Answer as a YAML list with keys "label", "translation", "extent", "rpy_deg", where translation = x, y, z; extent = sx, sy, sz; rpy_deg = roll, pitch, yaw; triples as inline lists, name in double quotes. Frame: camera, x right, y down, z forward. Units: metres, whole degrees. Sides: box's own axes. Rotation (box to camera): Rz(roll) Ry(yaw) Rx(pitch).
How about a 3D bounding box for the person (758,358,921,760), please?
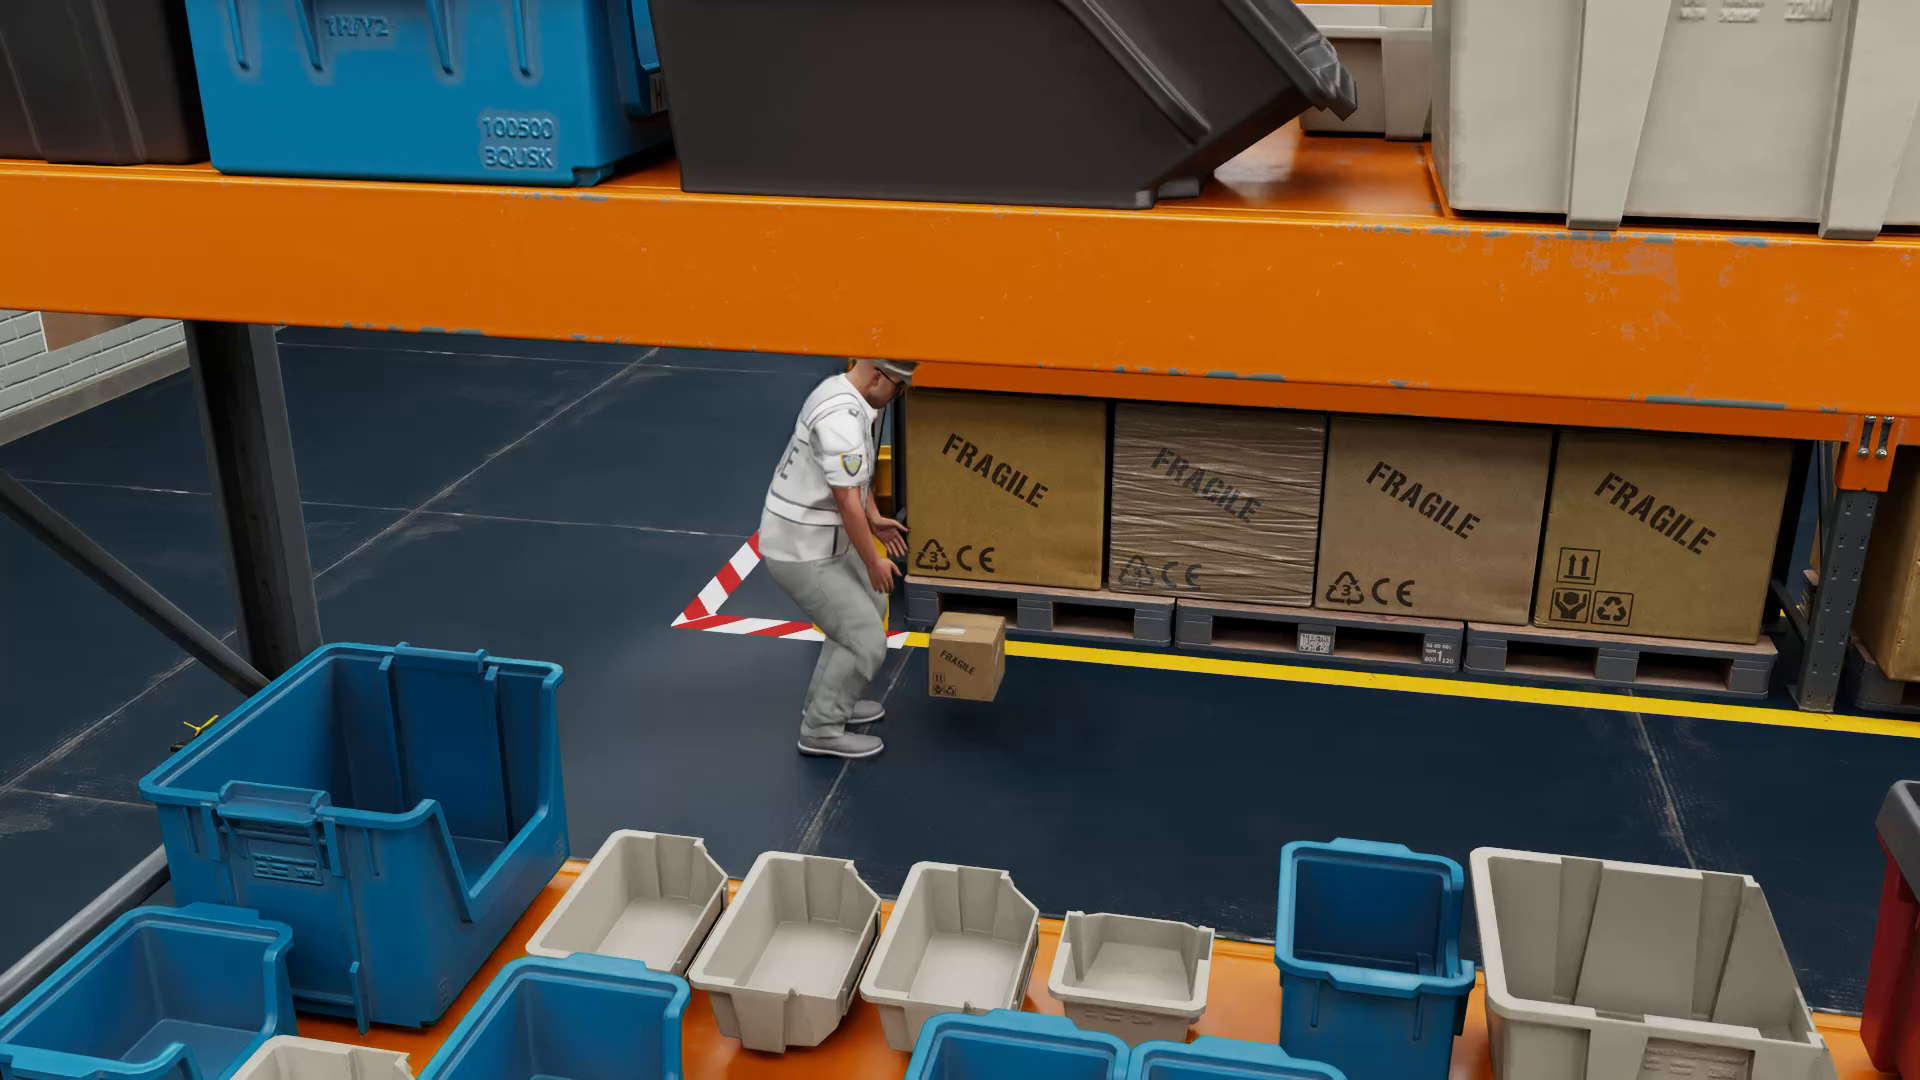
- label: "person"
  translation: [-0.440, 0.004, 6.274]
  extent: [0.634, 1.614, 0.578]
  rpy_deg: [-1, 21, -2]
